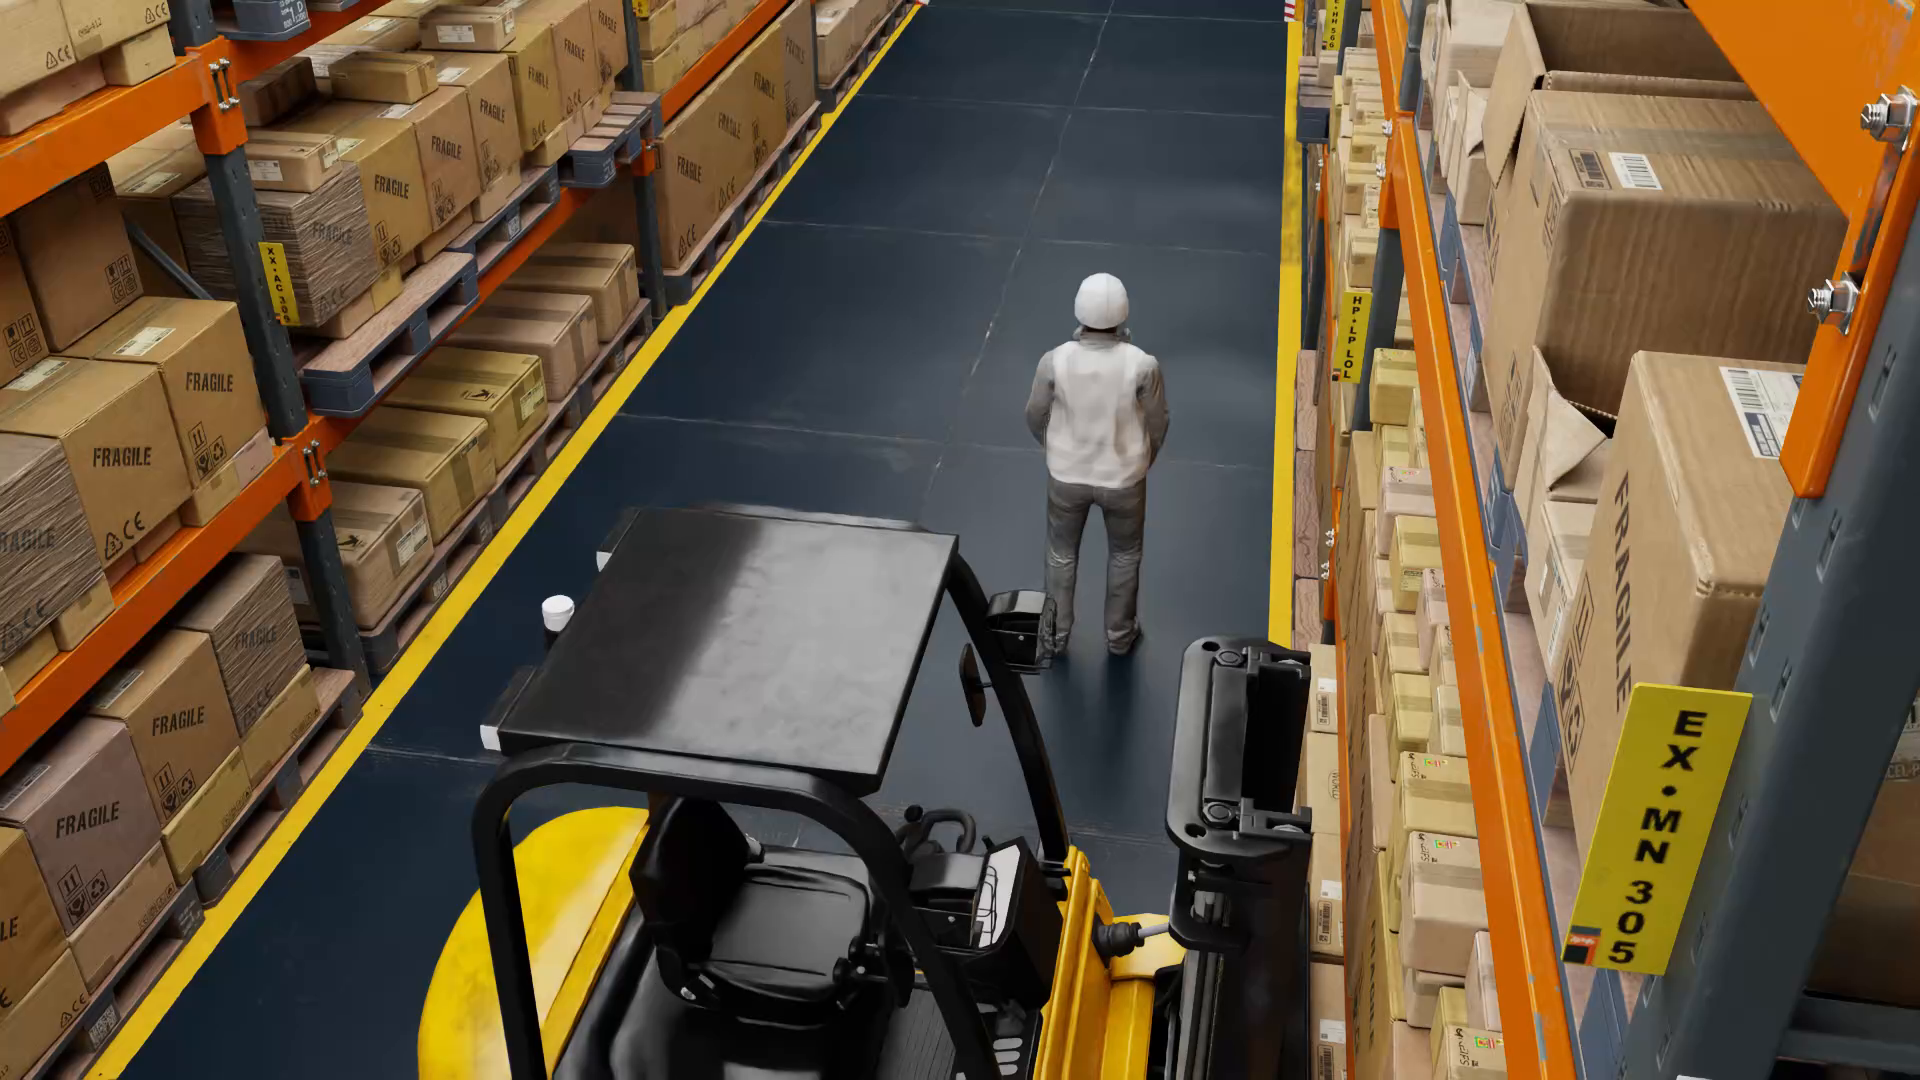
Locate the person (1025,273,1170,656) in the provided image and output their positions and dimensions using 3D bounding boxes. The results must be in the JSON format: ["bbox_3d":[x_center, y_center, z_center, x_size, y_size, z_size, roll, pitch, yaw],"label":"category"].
[{"bbox_3d":[0.580,-0.321,7.134,0.608,1.760,0.435,6,33,9],"label":"person"}]
